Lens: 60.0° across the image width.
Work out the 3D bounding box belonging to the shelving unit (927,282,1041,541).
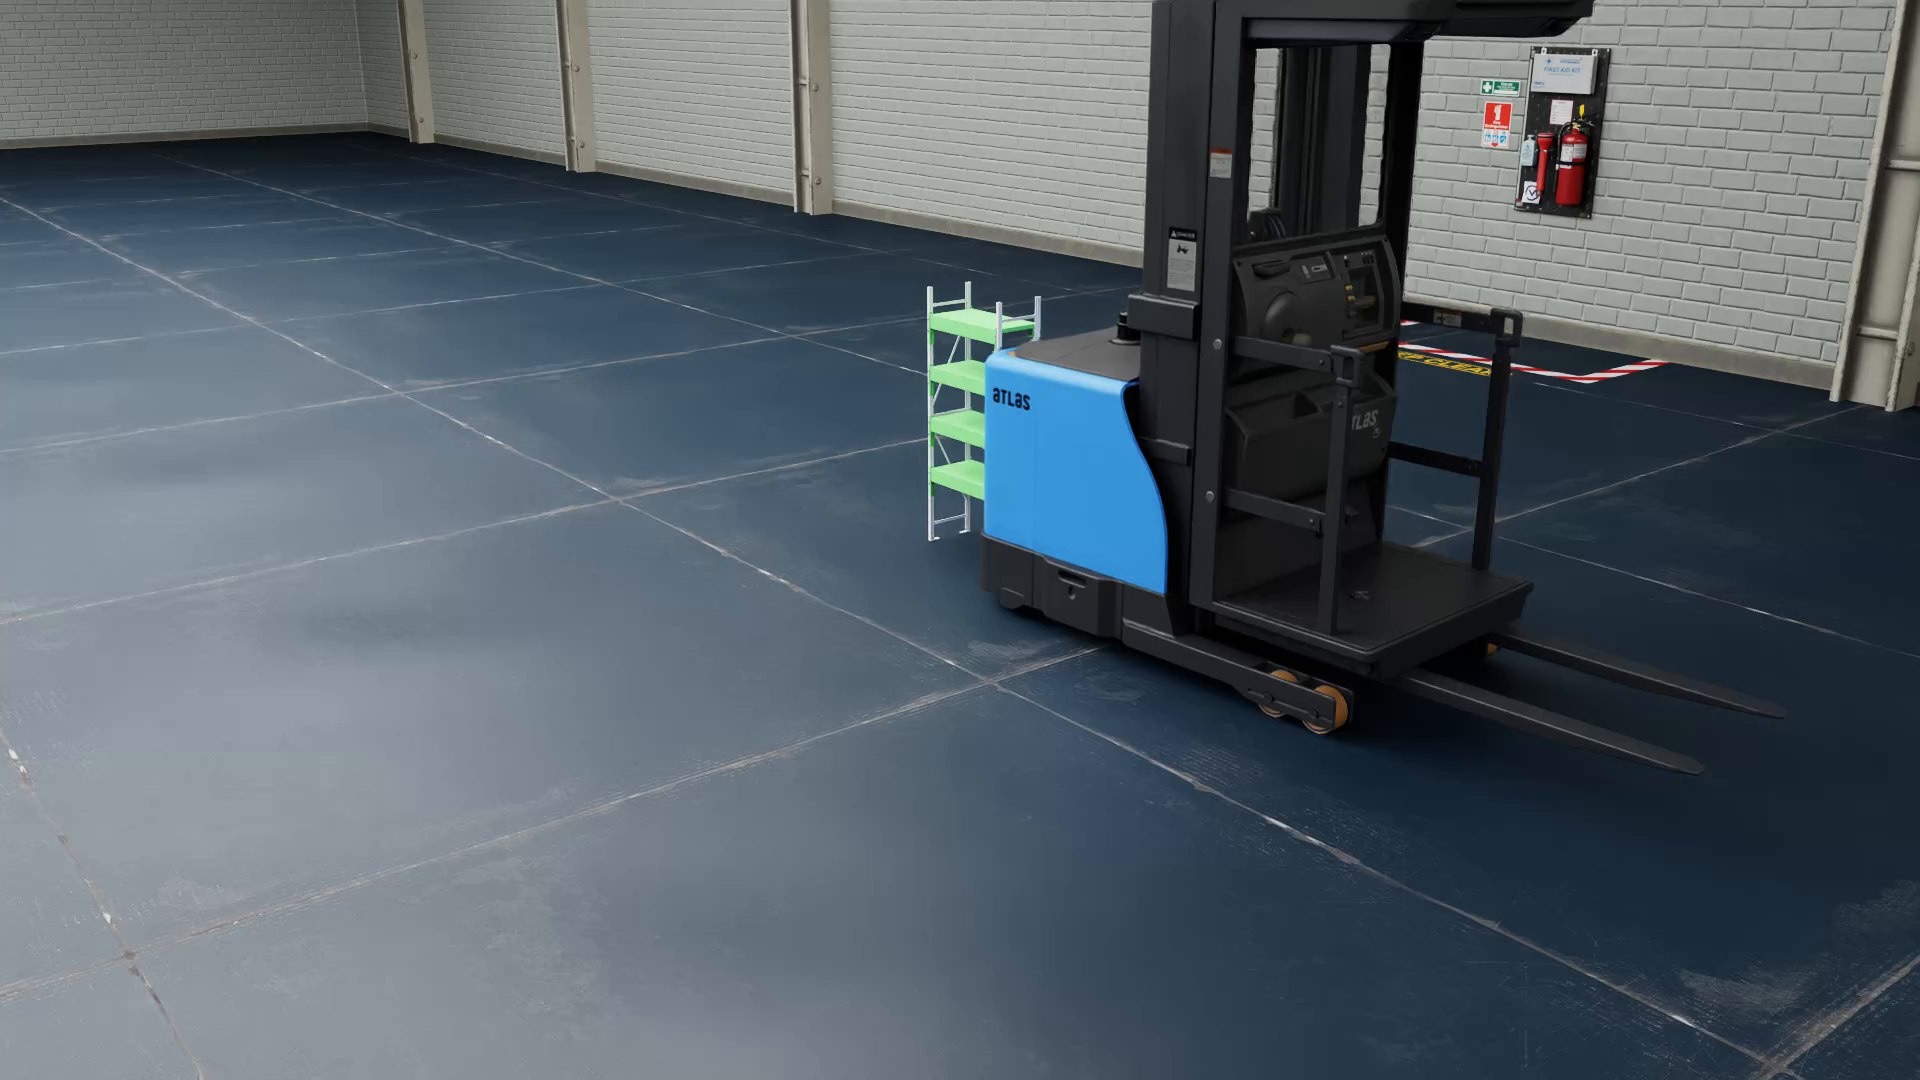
[{"bbox_3d":[0.103,-0.529,7.551,0.258,1.200,0.503,-14,23,-36],"label":"shelving unit"}]

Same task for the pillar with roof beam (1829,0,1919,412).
[{"bbox_3d":[2.374,-4.299,6.529,9.100,9.000,0.400,-14,23,-36],"label":"pillar with roof beam"}]

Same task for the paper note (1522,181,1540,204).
[{"bbox_3d":[4.189,-2.546,12.182,0.016,0.148,0.142,-14,23,-36],"label":"paper note"}]

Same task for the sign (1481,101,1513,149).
[{"bbox_3d":[3.982,-3.081,12.338,0.001,0.329,0.234,-14,23,-36],"label":"sign"}]

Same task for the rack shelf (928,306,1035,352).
[{"bbox_3d":[0.103,-0.924,7.420,0.258,0.148,0.480,-14,23,-36],"label":"rack shelf"}]

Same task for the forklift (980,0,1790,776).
[{"bbox_3d":[1.450,-0.894,5.899,1.130,2.935,3.031,-16,24,-40],"label":"forklift"}]

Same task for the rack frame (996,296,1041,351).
[{"bbox_3d":[0.254,-0.469,7.369,0.240,1.200,0.015,-14,23,-36],"label":"rack frame"}]

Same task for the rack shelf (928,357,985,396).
[{"bbox_3d":[0.103,-0.696,7.495,0.258,0.148,0.480,-14,23,-36],"label":"rack shelf"}]

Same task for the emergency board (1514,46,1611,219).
[{"bbox_3d":[4.245,-2.907,11.871,0.194,1.169,0.643,-14,23,-36],"label":"emergency board"}]

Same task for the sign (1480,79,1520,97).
[{"bbox_3d":[3.978,-3.329,12.246,0.001,0.109,0.331,-14,23,-36],"label":"sign"}]

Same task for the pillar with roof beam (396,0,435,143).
[{"bbox_3d":[-12.527,-10.213,24.389,9.100,9.000,0.400,-14,23,-36],"label":"pillar with roof beam"}]

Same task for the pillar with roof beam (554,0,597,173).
[{"bbox_3d":[-8.802,-8.734,19.924,9.100,9.000,0.400,-14,23,-36],"label":"pillar with roof beam"}]

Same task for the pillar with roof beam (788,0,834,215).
[{"bbox_3d":[-5.076,-7.256,15.459,9.100,9.000,0.400,-14,23,-36],"label":"pillar with roof beam"}]

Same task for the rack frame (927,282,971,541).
[{"bbox_3d":[-0.049,-0.589,7.732,0.240,1.200,0.015,-14,23,-36],"label":"rack frame"}]

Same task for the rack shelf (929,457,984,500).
[{"bbox_3d":[0.103,-0.240,7.646,0.258,0.148,0.480,-14,23,-36],"label":"rack shelf"}]

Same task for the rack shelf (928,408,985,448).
[{"bbox_3d":[0.103,-0.468,7.571,0.258,0.148,0.480,-14,23,-36],"label":"rack shelf"}]
